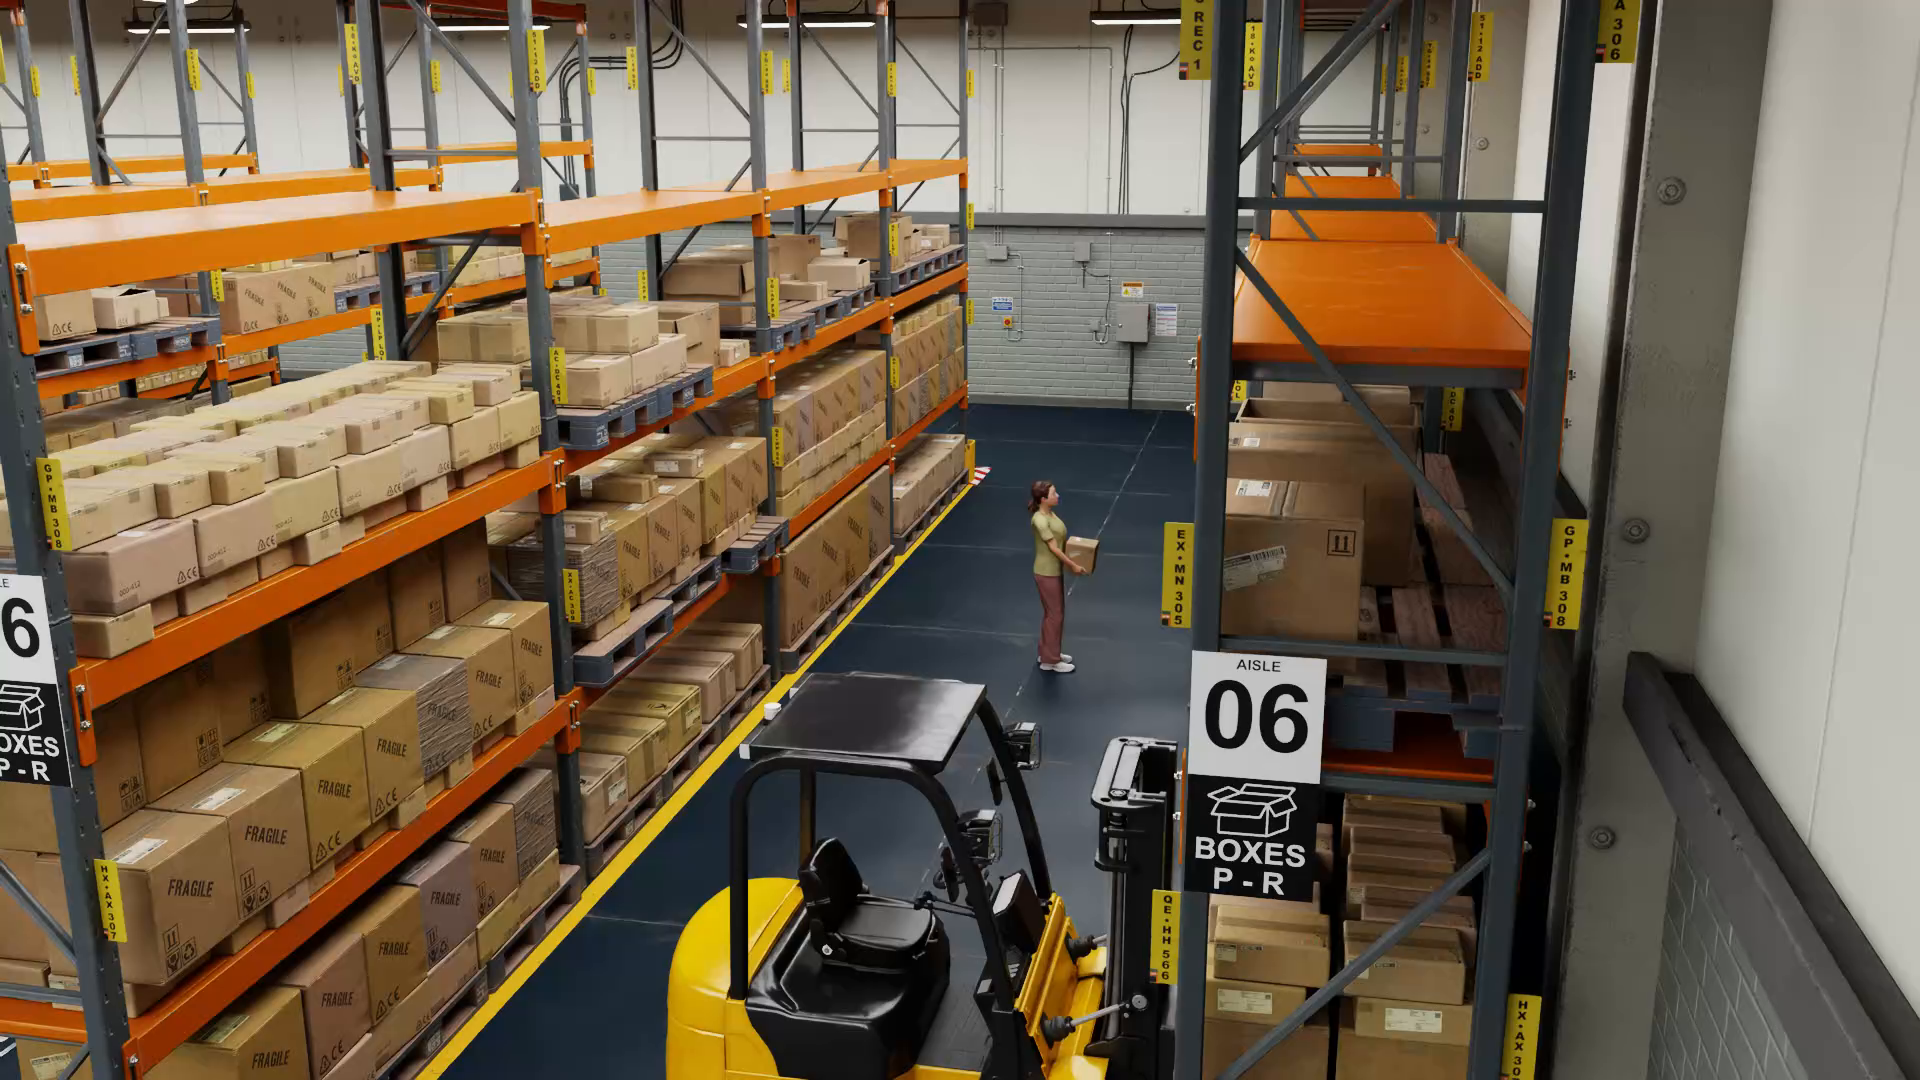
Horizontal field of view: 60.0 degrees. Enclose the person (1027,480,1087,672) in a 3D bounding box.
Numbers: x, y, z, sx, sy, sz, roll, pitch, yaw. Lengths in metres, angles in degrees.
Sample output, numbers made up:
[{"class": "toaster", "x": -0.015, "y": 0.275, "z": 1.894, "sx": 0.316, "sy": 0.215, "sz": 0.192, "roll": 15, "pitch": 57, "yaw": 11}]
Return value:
[{"class": "person", "x": 0.841, "y": 0.302, "z": 14.389, "sx": 0.554, "sy": 1.662, "sz": 0.426, "roll": 3, "pitch": 15, "yaw": 12}]
